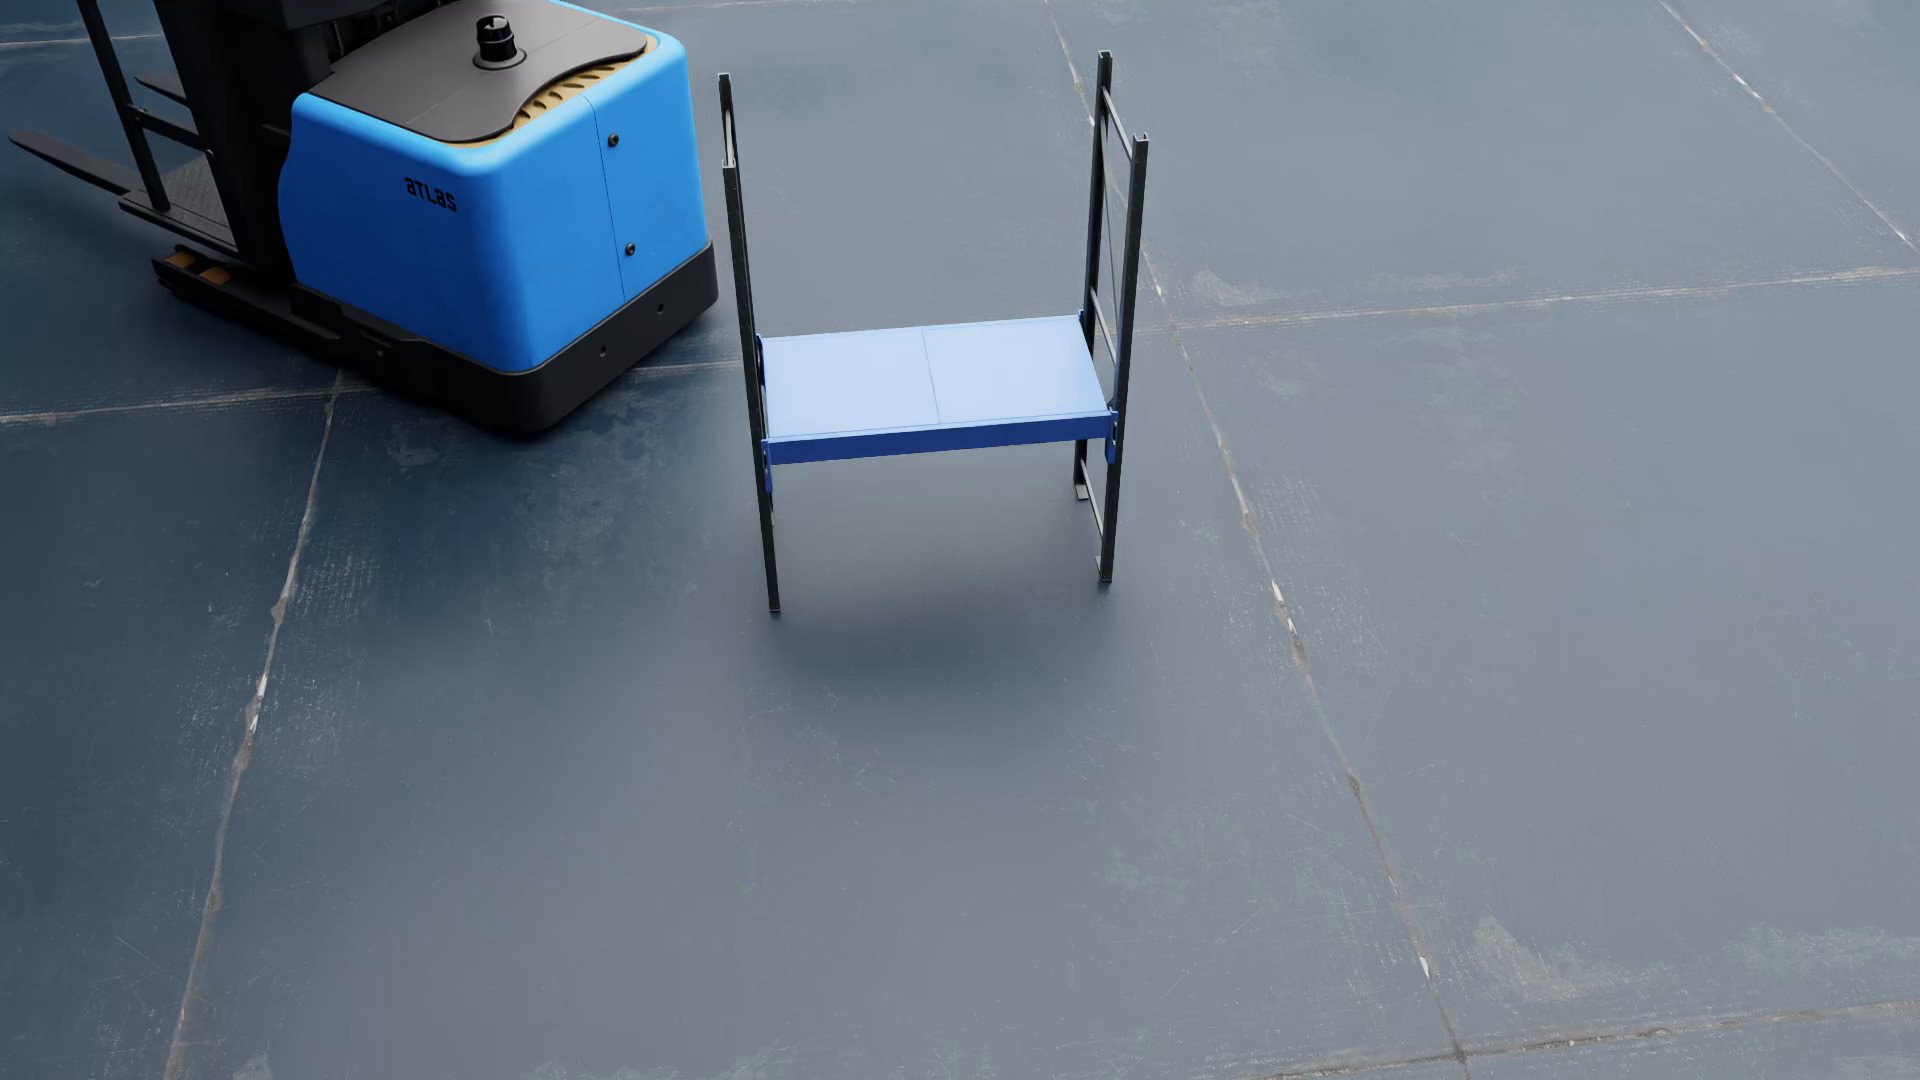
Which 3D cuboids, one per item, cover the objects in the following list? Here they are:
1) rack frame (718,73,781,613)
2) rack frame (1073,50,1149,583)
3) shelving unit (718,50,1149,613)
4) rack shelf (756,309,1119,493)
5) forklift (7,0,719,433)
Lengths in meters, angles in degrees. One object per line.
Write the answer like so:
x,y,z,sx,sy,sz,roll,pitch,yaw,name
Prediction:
-0.589,-0.505,4.691,0.032,1.500,0.500,-5,42,-6,rack frame
0.419,-0.594,4.788,0.032,1.500,0.500,-5,42,-6,rack frame
-0.085,-0.550,4.739,1.048,1.500,0.538,-5,42,-6,shelving unit
-0.085,-0.416,4.860,1.000,0.185,0.538,-5,42,-6,rack shelf
-2.409,-2.206,5.508,3.031,2.935,1.130,23,47,24,forklift
